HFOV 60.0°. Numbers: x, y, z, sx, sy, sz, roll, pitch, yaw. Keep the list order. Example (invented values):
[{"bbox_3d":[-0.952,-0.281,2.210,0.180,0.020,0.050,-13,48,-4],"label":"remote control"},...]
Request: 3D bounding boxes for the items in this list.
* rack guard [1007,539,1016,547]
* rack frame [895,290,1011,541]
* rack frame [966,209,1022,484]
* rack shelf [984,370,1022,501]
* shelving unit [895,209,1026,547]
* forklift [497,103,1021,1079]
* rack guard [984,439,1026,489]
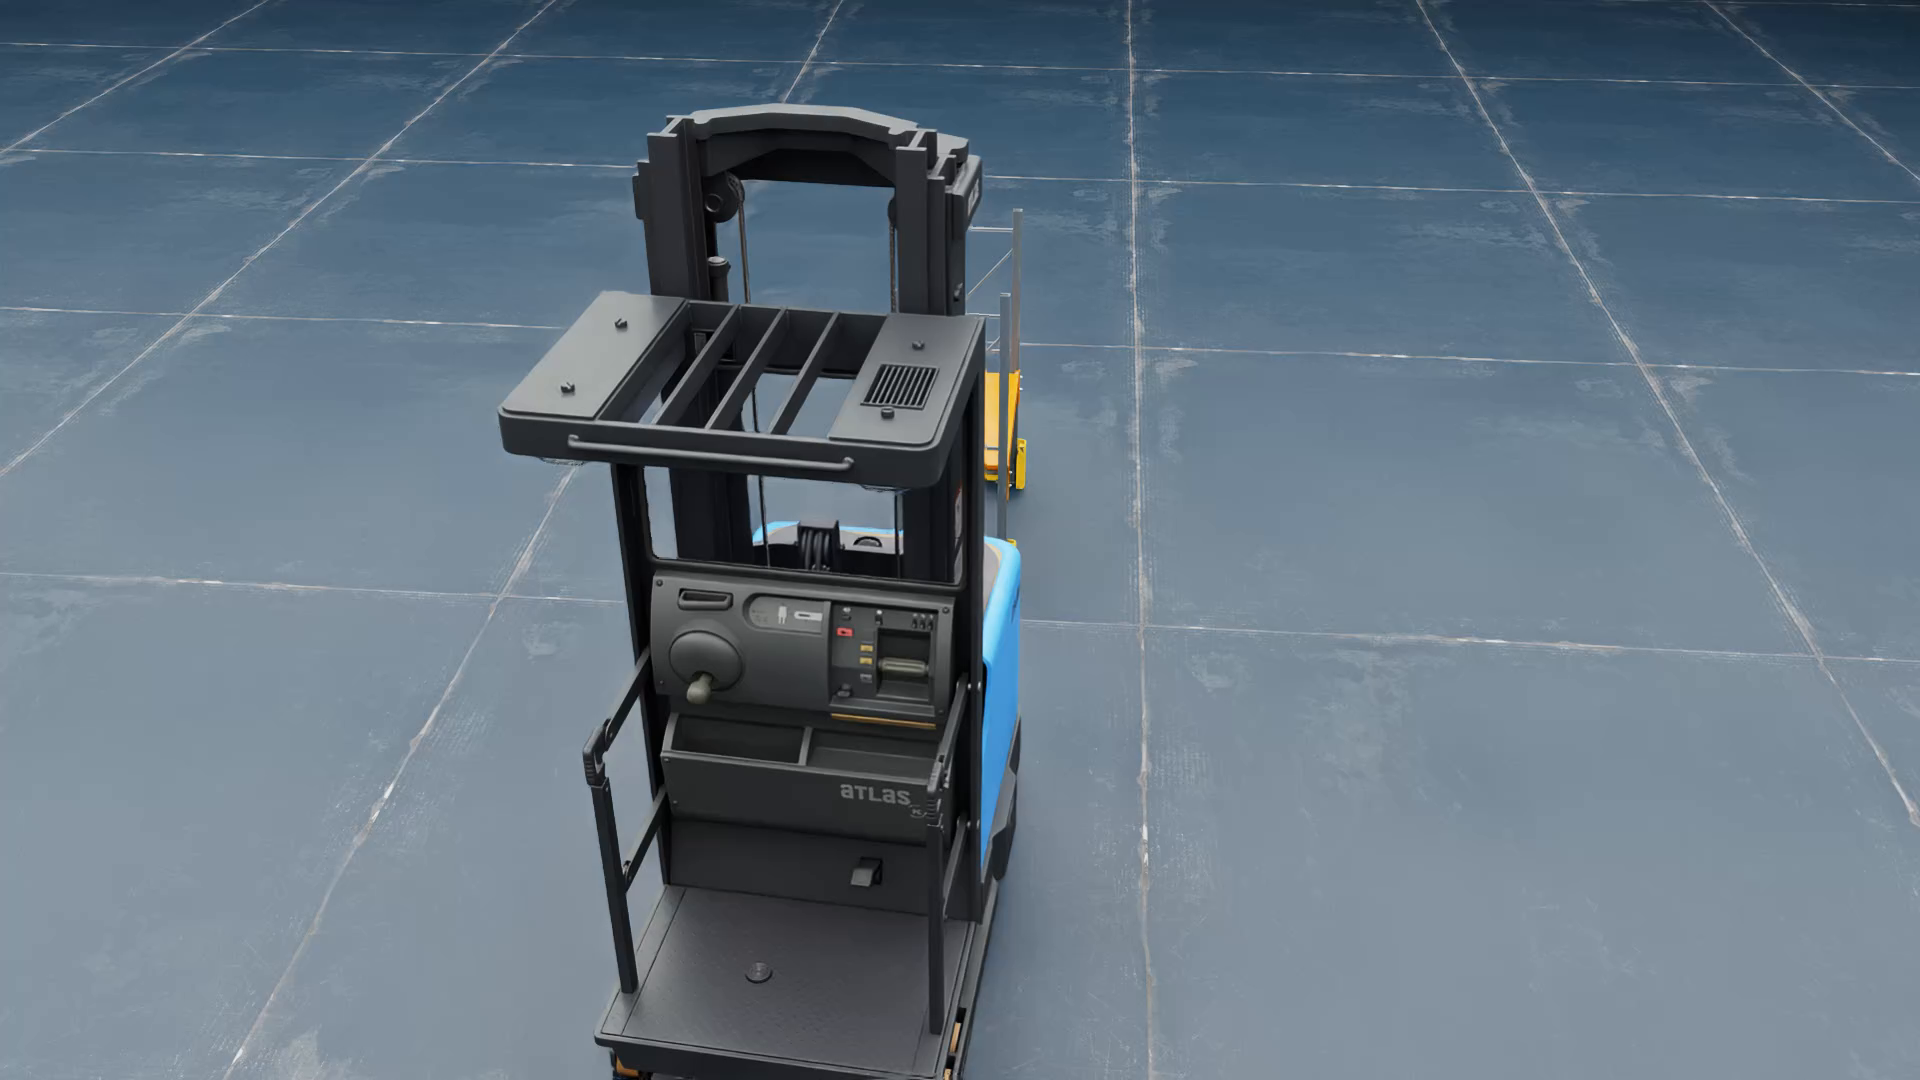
[{"bbox_3d":[-0.034,0.114,7.827,0.587,0.250,0.087,2,32,4],"label":"rack guard"},{"bbox_3d":[-0.034,-0.417,7.498,0.500,1.500,0.032,2,32,4],"label":"rack frame"},{"bbox_3d":[0.048,-0.949,8.360,0.500,1.500,0.032,2,32,4],"label":"rack frame"},{"bbox_3d":[0.007,-0.530,8.023,0.538,0.185,1.000,2,32,4],"label":"rack shelf"},{"bbox_3d":[0.006,-0.678,7.921,0.587,1.500,1.083,2,32,4],"label":"shelving unit"},{"bbox_3d":[-0.515,0.381,4.838,1.130,2.935,3.031,5,32,8],"label":"forklift"},{"bbox_3d":[0.047,-0.407,8.672,0.587,0.250,0.087,2,32,4],"label":"rack guard"}]
